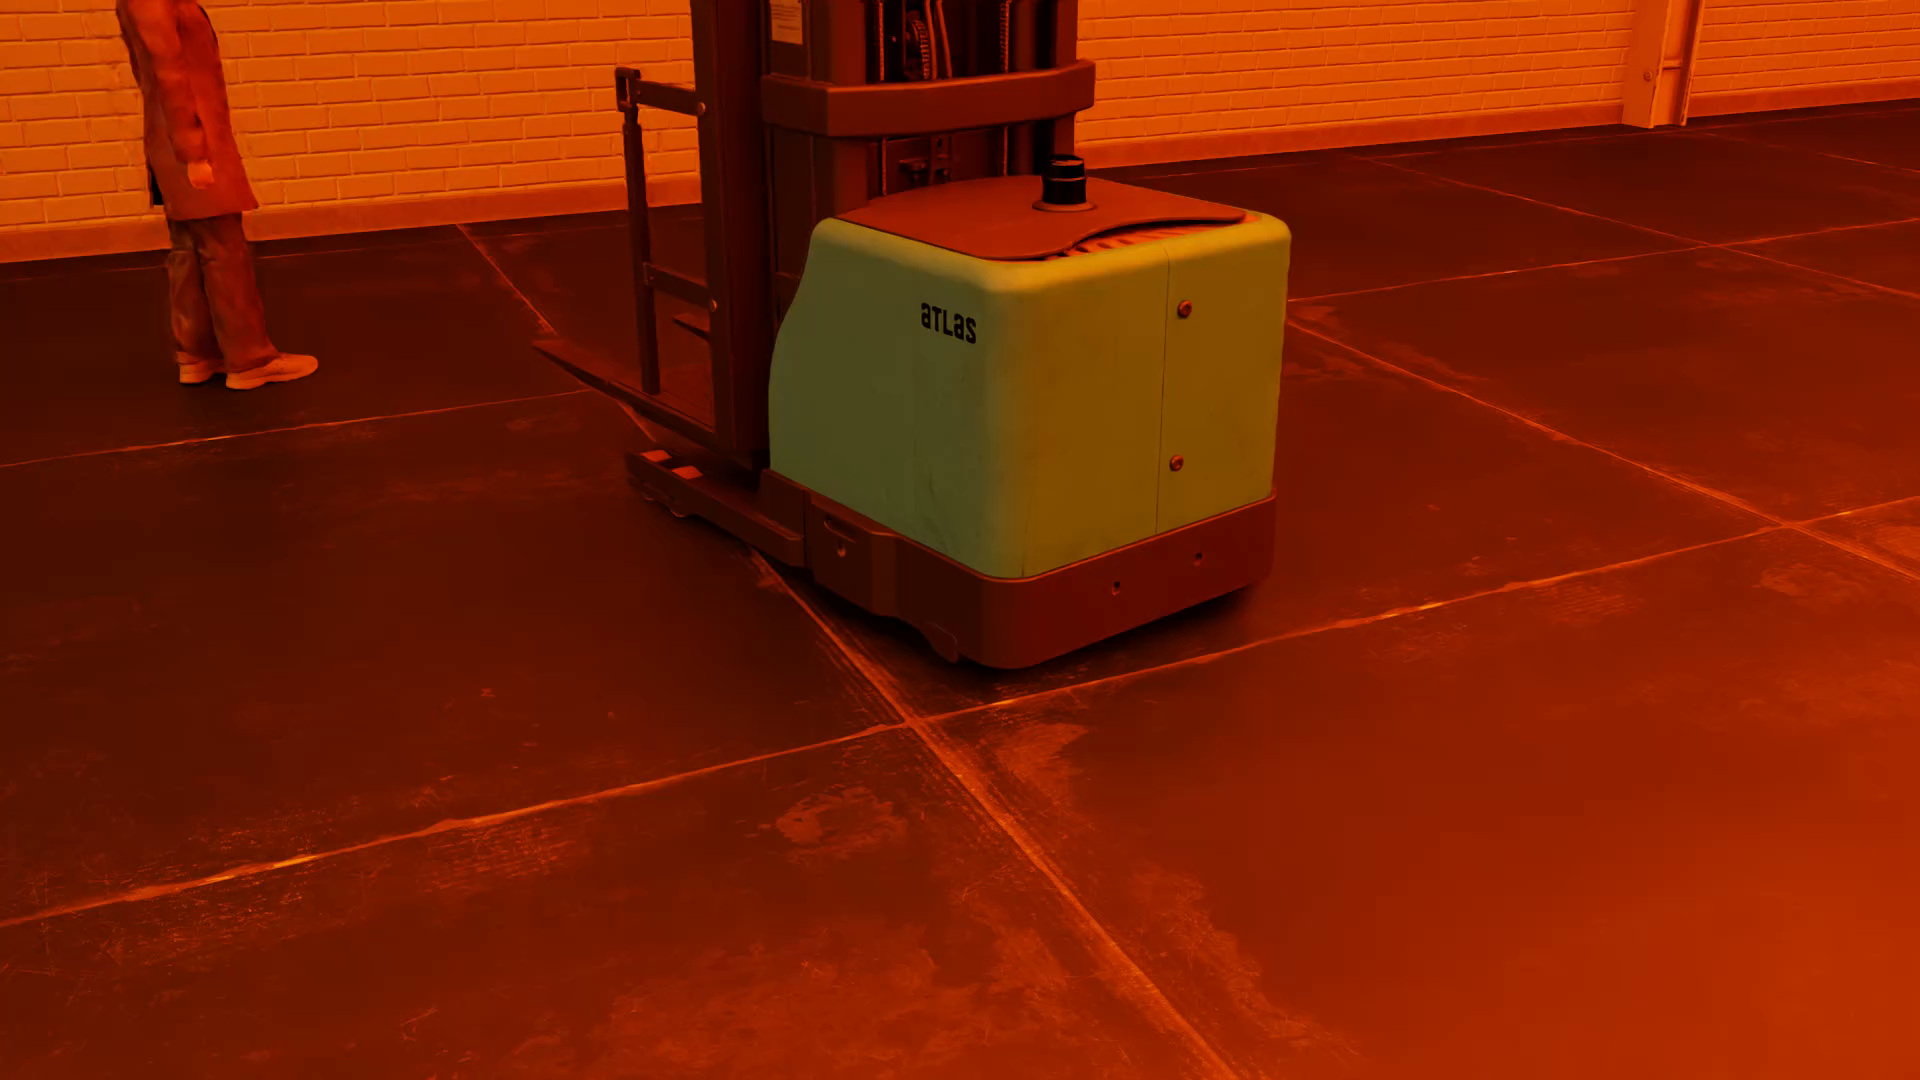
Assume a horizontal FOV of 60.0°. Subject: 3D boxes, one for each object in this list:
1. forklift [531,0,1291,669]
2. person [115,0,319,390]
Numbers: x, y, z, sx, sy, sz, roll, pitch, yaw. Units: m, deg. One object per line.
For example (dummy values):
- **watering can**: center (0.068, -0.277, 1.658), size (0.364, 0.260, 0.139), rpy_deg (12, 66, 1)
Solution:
- **forklift**: center (-0.430, -1.528, 4.963), size (1.130, 2.935, 3.031), rpy_deg (-17, 28, -35)
- **person**: center (-2.868, -1.483, 6.362), size (0.517, 1.780, 0.555), rpy_deg (-13, 26, -29)
